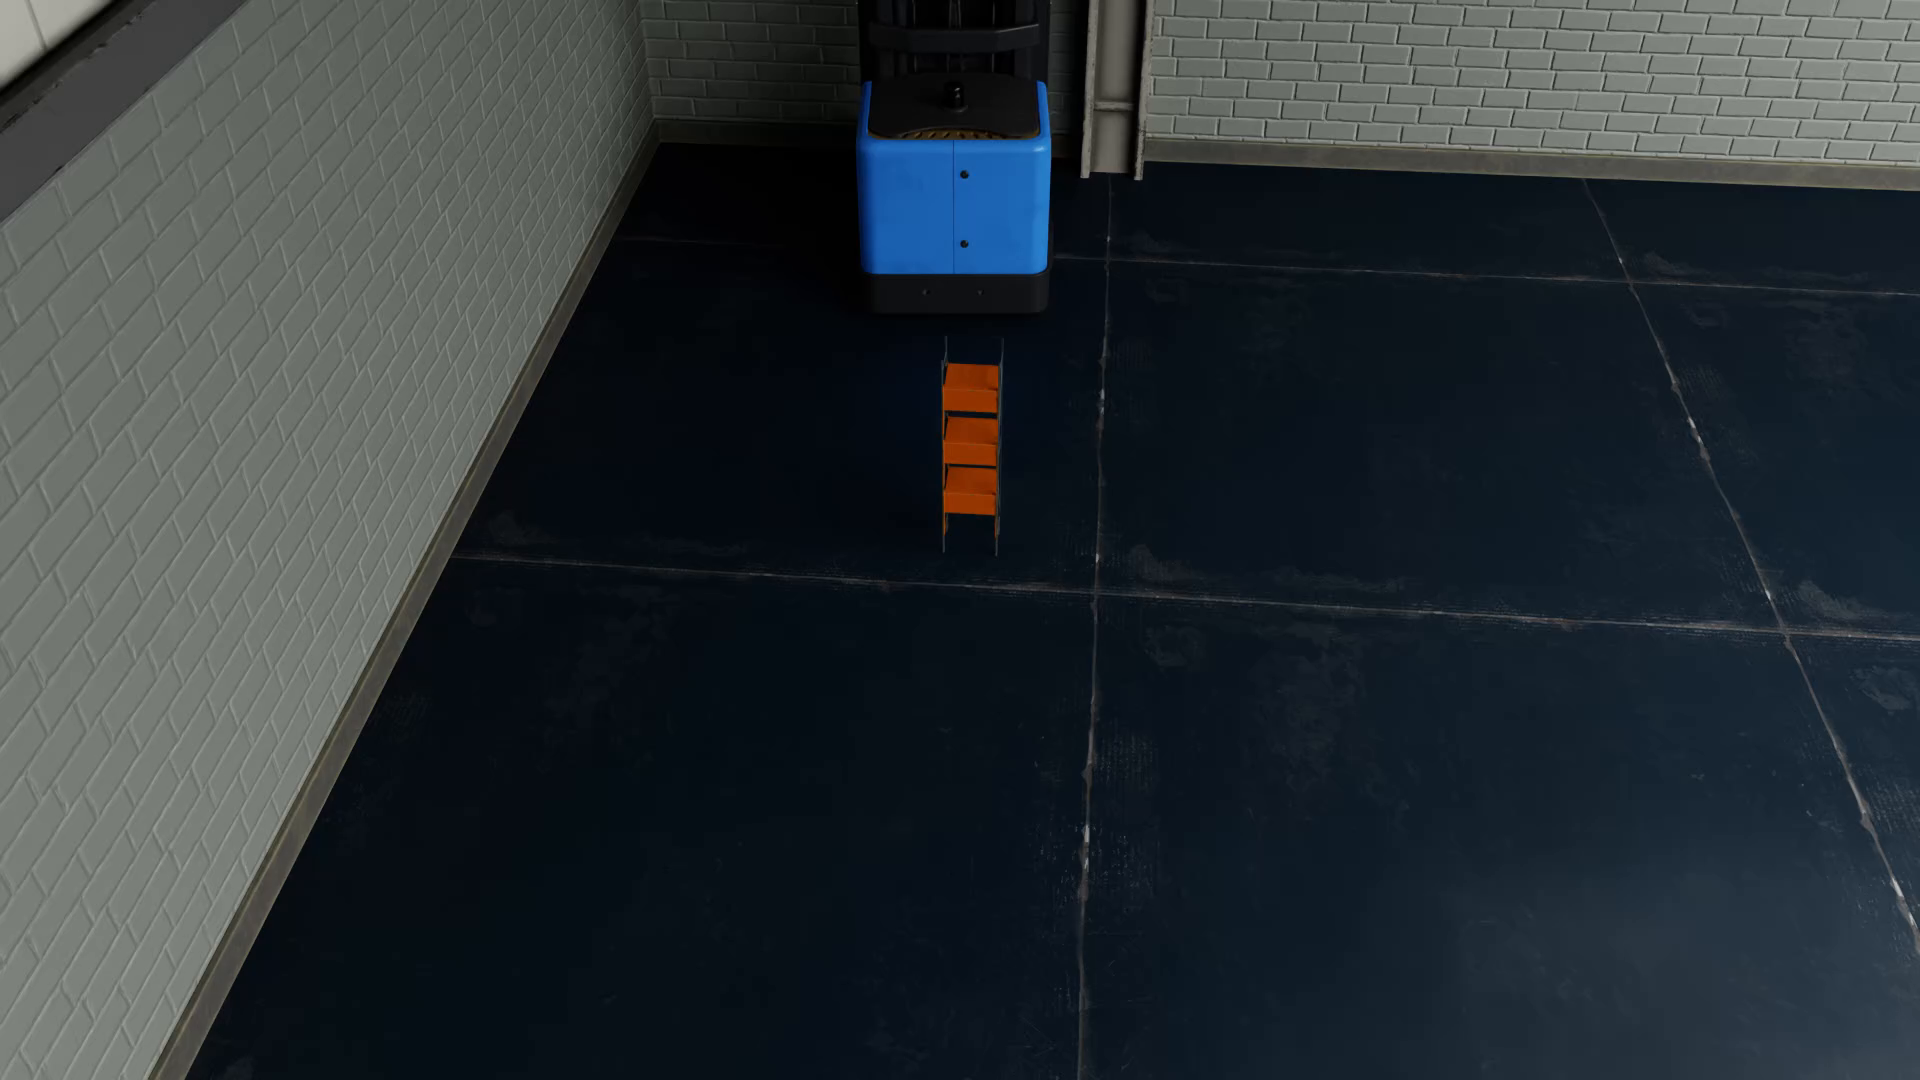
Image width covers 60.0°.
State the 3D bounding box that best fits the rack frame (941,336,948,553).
[{"bbox_3d":[-0.068,-0.411,7.423,0.008,1.050,0.200,3,39,4],"label":"rack frame"}]

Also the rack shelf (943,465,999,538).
[{"bbox_3d":[0.053,-0.180,7.597,0.240,0.259,0.215,3,39,4],"label":"rack shelf"}]

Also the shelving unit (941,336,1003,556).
[{"bbox_3d":[0.053,-0.404,7.415,0.252,1.050,0.215,3,39,4],"label":"shelving unit"}]

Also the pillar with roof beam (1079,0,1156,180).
[{"bbox_3d":[0.601,-3.174,4.522,0.400,9.000,9.100,3,39,4],"label":"pillar with roof beam"}]

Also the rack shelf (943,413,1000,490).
[{"bbox_3d":[0.053,-0.396,7.422,0.240,0.259,0.215,3,39,4],"label":"rack shelf"}]

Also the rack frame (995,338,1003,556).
[{"bbox_3d":[0.175,-0.398,7.407,0.008,1.050,0.200,3,39,4],"label":"rack frame"}]

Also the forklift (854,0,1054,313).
[{"bbox_3d":[-0.033,-3.286,9.466,1.130,2.935,3.031,0,39,0],"label":"forklift"}]

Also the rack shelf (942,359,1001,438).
[{"bbox_3d":[0.053,-0.616,7.243,0.240,0.259,0.215,3,39,4],"label":"rack shelf"}]
